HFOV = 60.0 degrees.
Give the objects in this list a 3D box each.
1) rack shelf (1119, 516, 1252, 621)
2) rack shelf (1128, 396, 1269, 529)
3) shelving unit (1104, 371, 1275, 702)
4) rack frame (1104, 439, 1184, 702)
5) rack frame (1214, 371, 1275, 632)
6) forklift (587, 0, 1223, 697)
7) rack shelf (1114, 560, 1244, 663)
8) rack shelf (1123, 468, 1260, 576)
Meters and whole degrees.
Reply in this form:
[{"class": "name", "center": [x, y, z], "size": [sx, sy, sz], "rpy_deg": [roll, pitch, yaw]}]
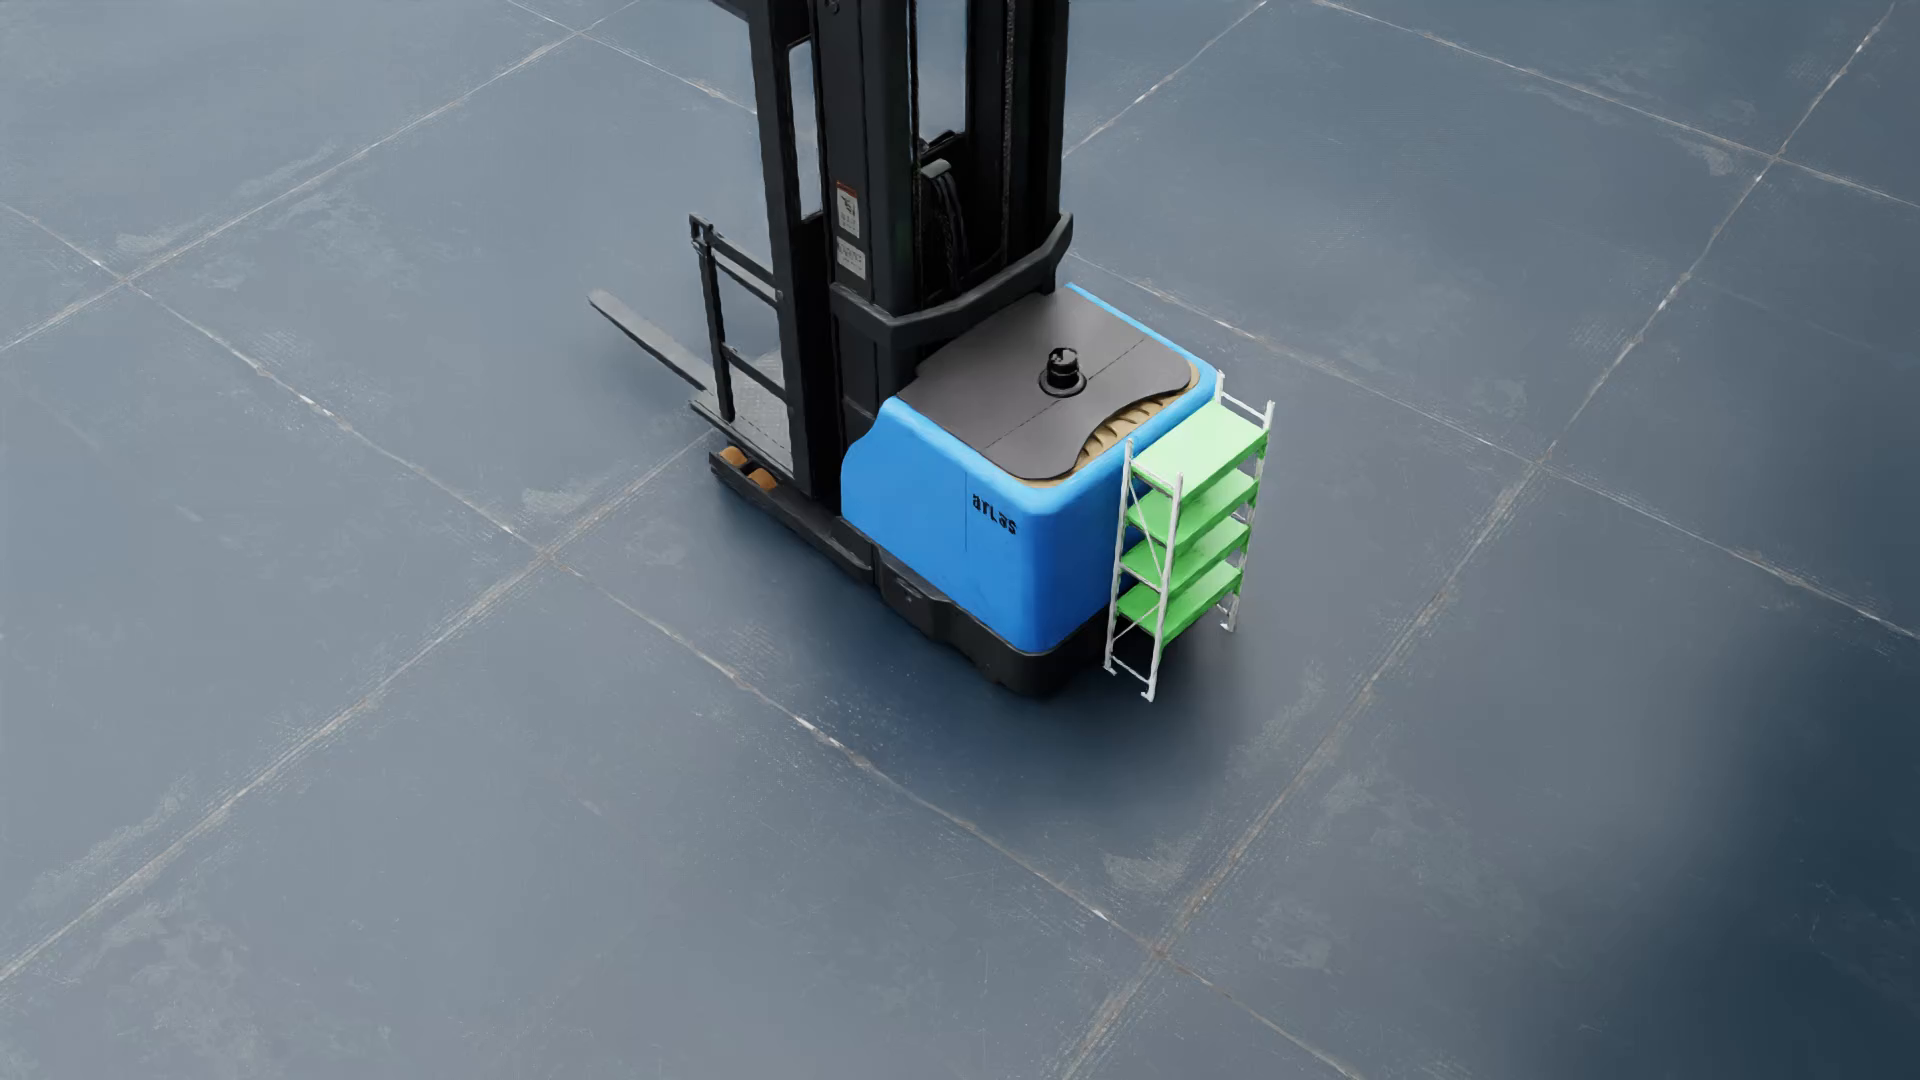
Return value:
[{"class": "rack shelf", "center": [0.819, 0.056, 6.120], "size": [0.258, 0.148, 0.480], "rpy_deg": [36, 56, 29]}, {"class": "rack shelf", "center": [0.819, -0.275, 5.772], "size": [0.258, 0.148, 0.480], "rpy_deg": [36, 56, 29]}, {"class": "shelving unit", "center": [0.819, 0.012, 6.073], "size": [0.258, 1.200, 0.503], "rpy_deg": [36, 56, 29]}, {"class": "rack frame", "center": [0.647, 0.138, 5.953], "size": [0.240, 1.200, 0.015], "rpy_deg": [36, 56, 29]}, {"class": "rack frame", "center": [0.990, -0.113, 6.193], "size": [0.240, 1.200, 0.015], "rpy_deg": [36, 56, 29]}, {"class": "forklift", "center": [-0.423, -1.384, 6.210], "size": [1.130, 2.935, 3.031], "rpy_deg": [-36, 56, -29]}, {"class": "rack shelf", "center": [0.819, 0.222, 6.293], "size": [0.258, 0.148, 0.480], "rpy_deg": [36, 56, 29]}, {"class": "rack shelf", "center": [0.819, -0.110, 5.946], "size": [0.258, 0.148, 0.480], "rpy_deg": [36, 56, 29]}]
